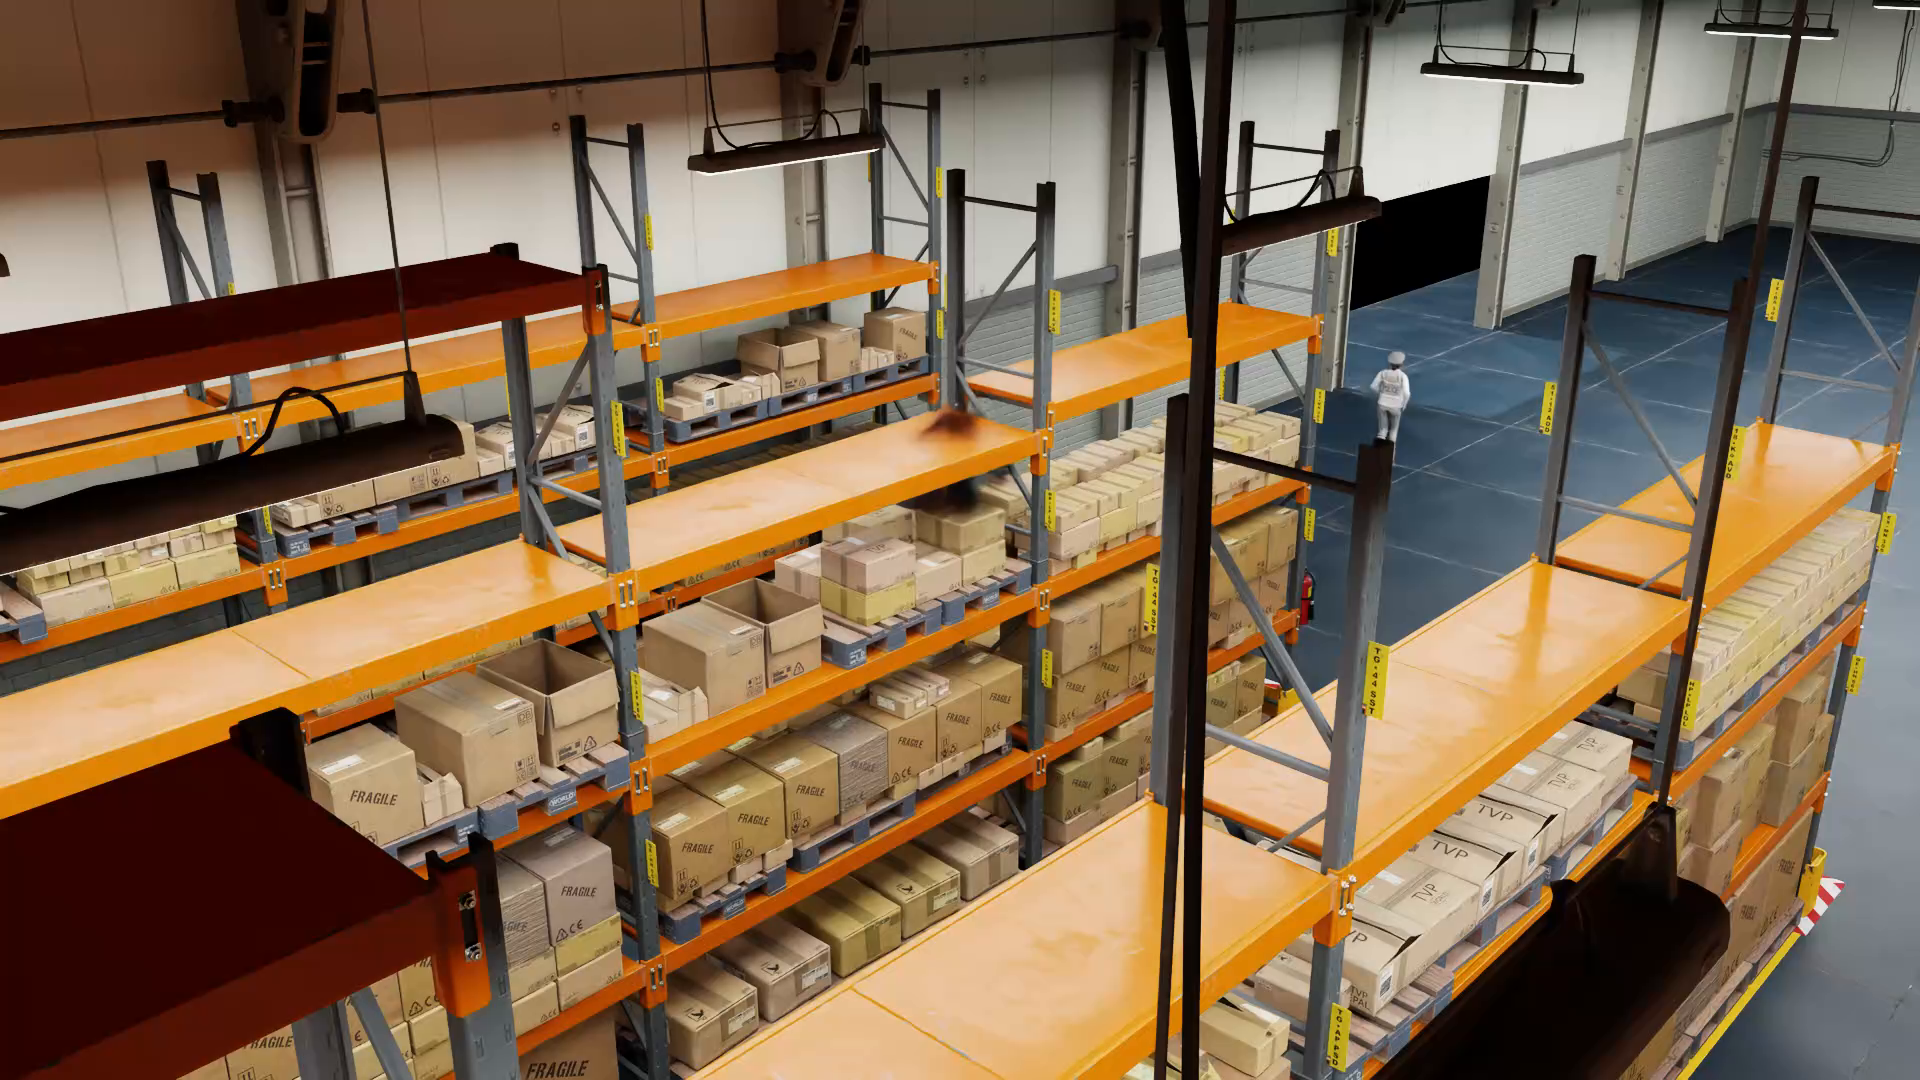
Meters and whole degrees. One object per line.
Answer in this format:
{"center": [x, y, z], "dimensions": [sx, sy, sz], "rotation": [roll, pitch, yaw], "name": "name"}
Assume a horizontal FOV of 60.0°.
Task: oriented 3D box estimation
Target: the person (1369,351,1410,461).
{"center": [6.344, -1.918, 24.678], "dimensions": [0.622, 1.738, 0.726], "rotation": [11, 24, 26], "name": "person"}
